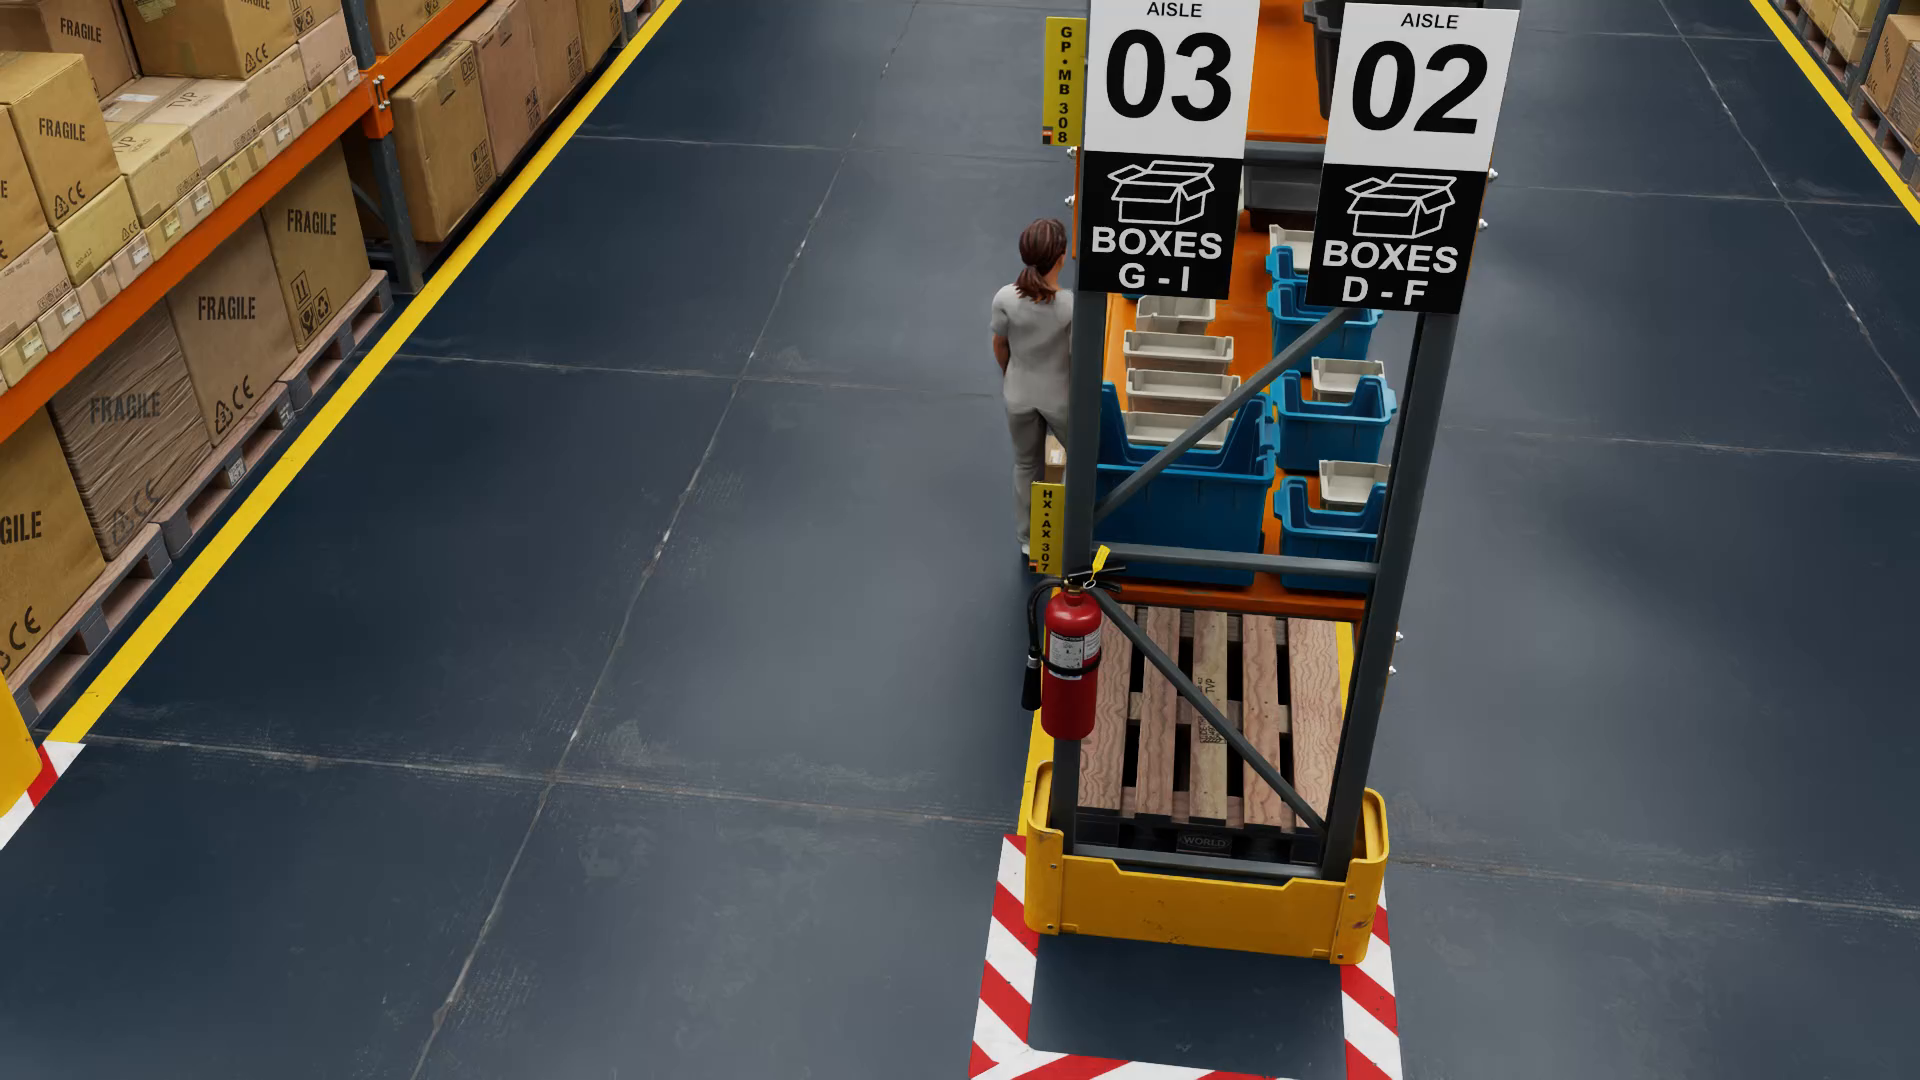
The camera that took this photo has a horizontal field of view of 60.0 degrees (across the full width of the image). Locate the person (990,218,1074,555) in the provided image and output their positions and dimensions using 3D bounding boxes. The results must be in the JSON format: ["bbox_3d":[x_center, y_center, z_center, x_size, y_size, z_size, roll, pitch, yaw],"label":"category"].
[{"bbox_3d":[0.365,-0.602,6.957,0.464,1.684,0.539,11,38,14],"label":"person"}]
